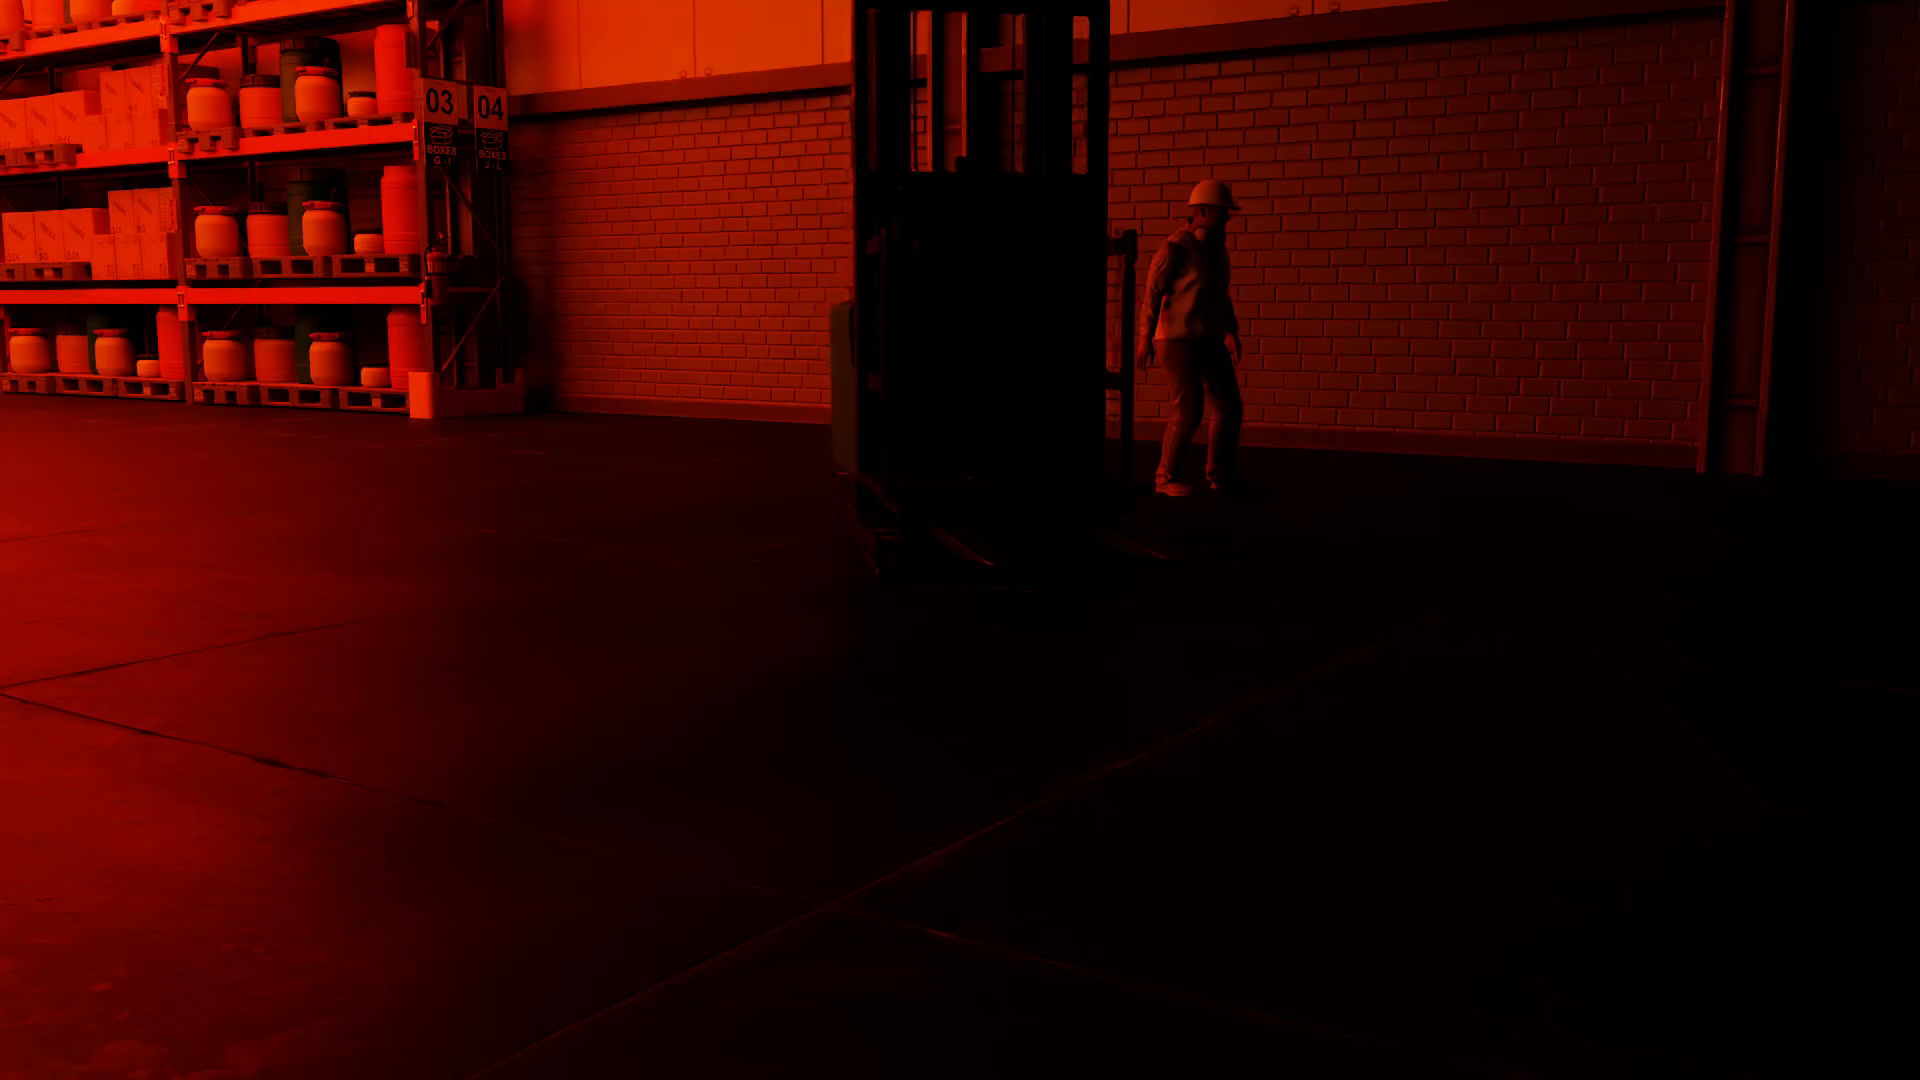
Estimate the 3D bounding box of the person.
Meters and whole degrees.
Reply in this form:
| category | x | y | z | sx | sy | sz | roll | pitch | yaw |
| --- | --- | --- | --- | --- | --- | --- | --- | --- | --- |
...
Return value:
| category | x | y | z | sx | sy | sz | roll | pitch | yaw |
| --- | --- | --- | --- | --- | --- | --- | --- | --- | --- |
| person | 1.348 | -1.118 | 9.287 | 0.823 | 1.744 | 0.442 | -8 | 11 | -43 |

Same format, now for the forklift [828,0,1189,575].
| category | x | y | z | sx | sy | sz | roll | pitch | yaw |
| --- | --- | --- | --- | --- | --- | --- | --- | --- | --- |
| forklift | 0.140 | -1.366 | 6.796 | 1.130 | 2.935 | 3.031 | -2 | 8 | -11 |
